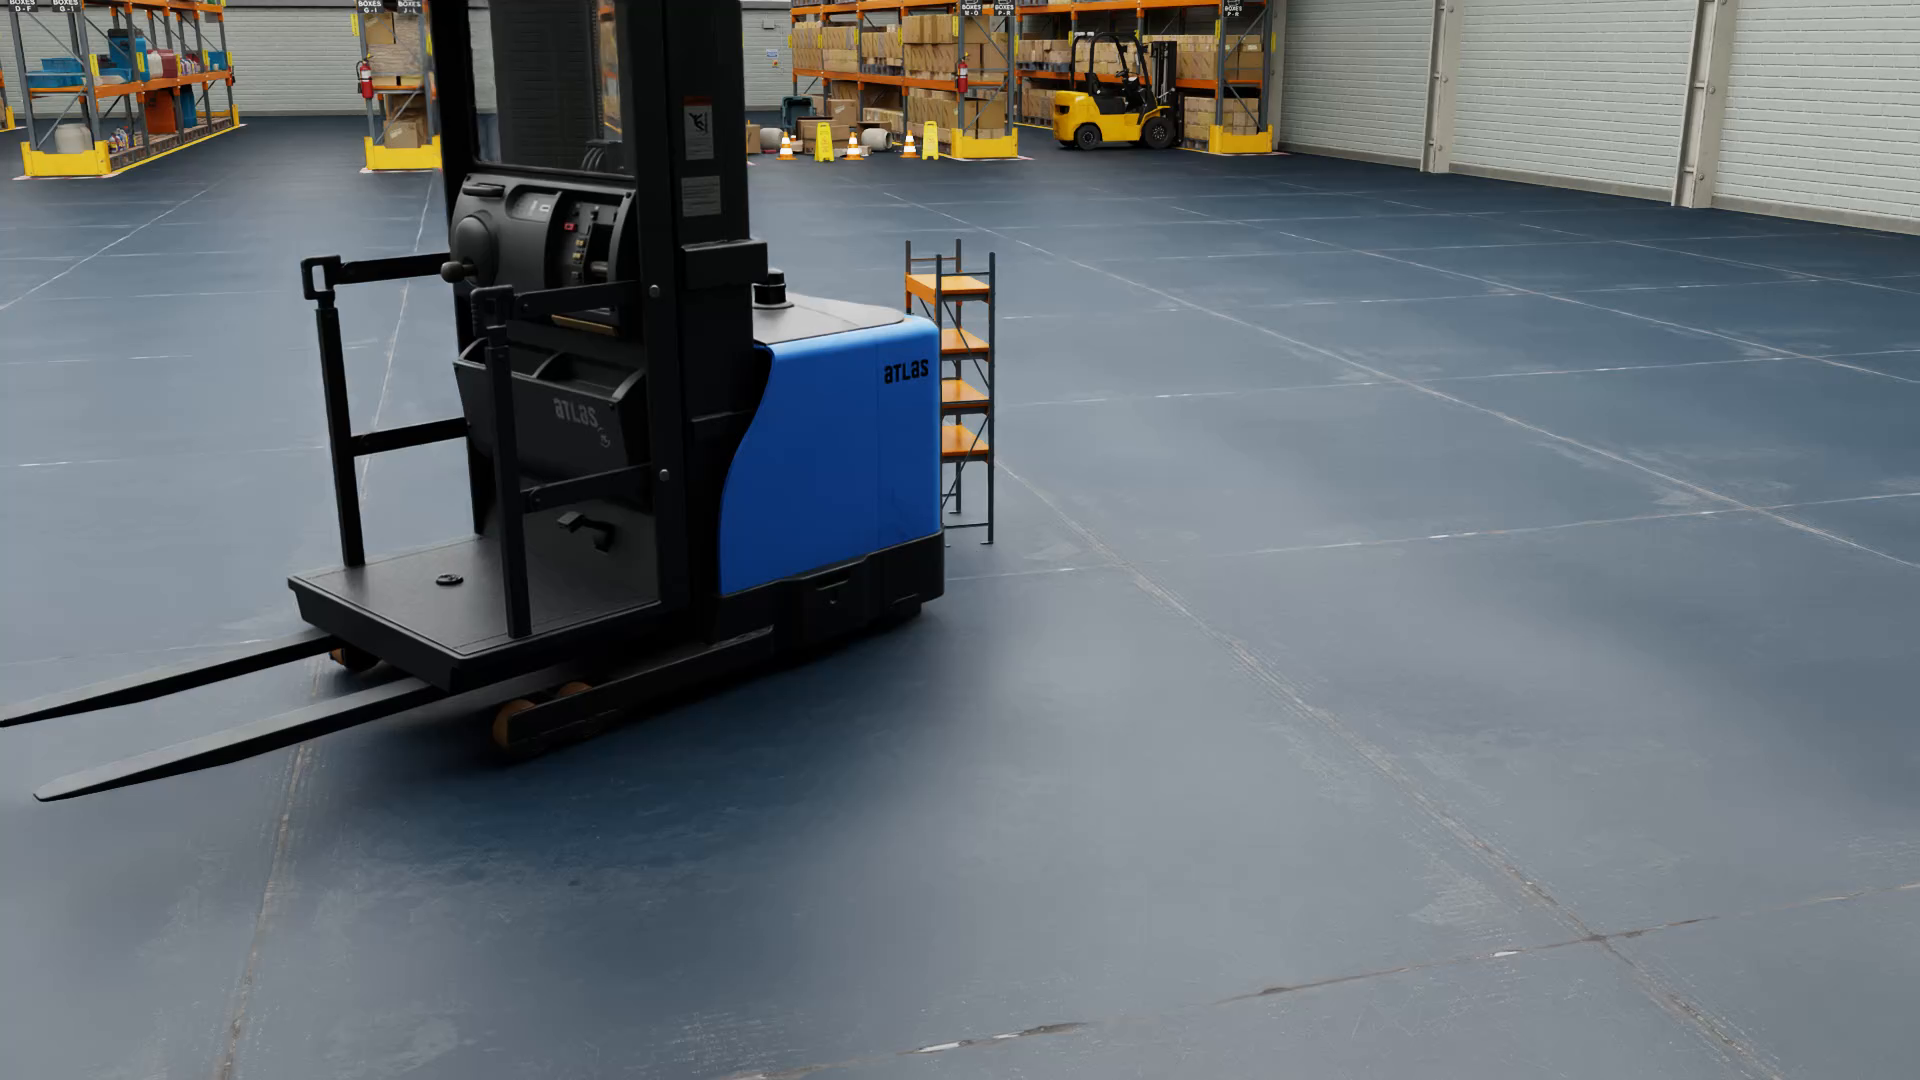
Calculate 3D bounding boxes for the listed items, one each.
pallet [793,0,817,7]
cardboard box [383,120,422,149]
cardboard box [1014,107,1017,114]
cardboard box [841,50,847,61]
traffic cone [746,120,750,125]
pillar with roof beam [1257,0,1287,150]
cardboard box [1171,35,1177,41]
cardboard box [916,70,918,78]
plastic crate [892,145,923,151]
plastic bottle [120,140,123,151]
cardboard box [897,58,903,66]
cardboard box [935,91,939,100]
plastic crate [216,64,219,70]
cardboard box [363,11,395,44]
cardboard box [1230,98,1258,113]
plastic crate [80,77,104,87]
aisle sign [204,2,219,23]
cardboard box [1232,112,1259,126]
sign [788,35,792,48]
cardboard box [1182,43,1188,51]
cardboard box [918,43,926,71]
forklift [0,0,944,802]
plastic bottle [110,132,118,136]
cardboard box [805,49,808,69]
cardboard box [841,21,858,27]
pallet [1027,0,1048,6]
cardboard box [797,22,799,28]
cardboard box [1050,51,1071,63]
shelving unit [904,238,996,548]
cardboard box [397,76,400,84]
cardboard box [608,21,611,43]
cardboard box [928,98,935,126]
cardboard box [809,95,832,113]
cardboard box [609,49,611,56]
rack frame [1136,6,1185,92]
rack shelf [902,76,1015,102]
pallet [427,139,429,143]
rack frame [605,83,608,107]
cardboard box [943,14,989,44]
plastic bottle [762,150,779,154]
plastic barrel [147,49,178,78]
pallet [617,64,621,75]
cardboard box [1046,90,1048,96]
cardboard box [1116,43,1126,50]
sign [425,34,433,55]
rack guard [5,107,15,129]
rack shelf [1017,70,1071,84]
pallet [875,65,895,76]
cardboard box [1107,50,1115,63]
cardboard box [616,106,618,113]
[{"bbox_3d":[-3.722,-13.911,42.989,1.003,0.211,1.213,-5,17,-15],"label":"pallet"},{"bbox_3d":[-9.420,-6.853,28.166,0.500,0.500,0.500,0,17,-1],"label":"cardboard box"},{"bbox_3d":[1.499,-10.975,42.500,0.380,0.149,0.250,-5,18,-17],"label":"cardboard box"},{"bbox_3d":[-2.420,-11.071,37.987,0.500,0.250,0.500,-5,17,-17],"label":"cardboard box"},{"bbox_3d":[-4.287,-8.258,33.639,0.336,0.463,0.334,-5,17,-15],"label":"traffic cone"},{"bbox_3d":[1.768,-11.486,29.546,9.100,9.000,0.400,-5,17,-15],"label":"pillar with roof beam"},{"bbox_3d":[4.366,-9.835,32.660,0.380,0.149,0.250,-5,17,-15],"label":"cardboard box"},{"bbox_3d":[-0.639,-9.032,32.244,0.380,0.149,0.250,-5,17,-16],"label":"cardboard box"},{"bbox_3d":[-0.995,-7.504,31.796,0.402,0.080,0.583,-12,20,-34],"label":"plastic crate"},{"bbox_3d":[-14.177,-6.667,28.032,0.097,0.201,0.097,0,17,0],"label":"plastic bottle"},{"bbox_3d":[-1.045,-9.603,33.415,0.380,0.149,0.250,-4,17,-14],"label":"cardboard box"},{"bbox_3d":[-0.242,-8.217,30.710,0.380,0.149,0.250,-4,17,-14],"label":"cardboard box"},{"bbox_3d":[-17.829,-11.237,39.502,0.396,0.136,0.243,-5,17,-15],"label":"plastic crate"},{"bbox_3d":[-9.456,-8.314,26.986,0.500,0.500,0.500,-5,17,-15],"label":"cardboard box"},{"bbox_3d":[5.282,-8.200,31.348,0.500,0.250,0.500,-5,17,-16],"label":"cardboard box"},{"bbox_3d":[-13.766,-7.267,26.389,0.298,0.136,0.250,-5,17,-15],"label":"plastic crate"},{"bbox_3d":[-17.965,-12.834,39.945,0.394,0.787,0.004,-5,17,-15],"label":"aisle sign"},{"bbox_3d":[5.303,-7.959,31.415,0.500,0.250,0.500,-4,17,-14],"label":"cardboard box"},{"bbox_3d":[-4.472,-13.131,43.811,0.100,0.325,0.005,-5,17,-15],"label":"sign"},{"bbox_3d":[4.492,-9.474,31.977,0.380,0.149,0.250,-5,17,-15],"label":"cardboard box"},{"bbox_3d":[-0.500,-9.172,31.580,0.500,0.500,0.500,-5,17,-16],"label":"cardboard box"},{"bbox_3d":[-1.439,-0.935,4.971,1.130,2.935,3.031,15,23,41],"label":"forklift"},{"bbox_3d":[-14.558,-6.906,28.698,0.152,0.276,0.135,-5,17,-15],"label":"plastic bottle"},{"bbox_3d":[-3.638,-12.197,42.167,0.500,0.500,0.500,-4,17,-13],"label":"cardboard box"},{"bbox_3d":[-2.674,-12.560,40.512,0.380,0.149,0.250,-5,17,-16],"label":"cardboard box"},{"bbox_3d":[2.334,-12.882,39.737,1.213,0.211,1.003,-5,17,-15],"label":"pallet"},{"bbox_3d":[-4.003,-13.291,42.944,0.380,0.149,0.250,-4,17,-14],"label":"cardboard box"},{"bbox_3d":[2.433,-11.297,38.878,0.500,0.250,0.500,-6,18,-18],"label":"cardboard box"},{"bbox_3d":[-0.045,-0.620,6.932,0.258,1.200,0.503,-5,17,-15],"label":"shelving unit"},{"bbox_3d":[-9.614,-7.731,27.913,0.380,0.149,0.250,-5,17,-15],"label":"cardboard box"},{"bbox_3d":[-8.105,-12.116,39.644,0.500,0.500,0.500,-5,18,-17],"label":"cardboard box"},{"bbox_3d":[-0.289,-8.024,31.197,0.500,0.500,0.500,-5,17,-17],"label":"cardboard box"},{"bbox_3d":[-3.399,-11.268,42.974,0.875,0.438,0.875,-4,17,-14],"label":"cardboard box"},{"bbox_3d":[-7.903,-11.273,38.458,0.380,0.149,0.250,-4,17,-14],"label":"cardboard box"},{"bbox_3d":[4.133,-9.795,34.348,1.000,3.000,0.127,-5,17,-15],"label":"rack frame"},{"bbox_3d":[-0.089,-8.504,31.299,1.077,0.370,4.000,-5,17,-15],"label":"rack shelf"},{"bbox_3d":[-10.382,-7.498,31.547,1.003,0.211,1.213,-5,17,-15],"label":"pallet"},{"bbox_3d":[-8.668,-12.302,42.692,1.000,3.000,0.127,-5,17,-15],"label":"rack frame"},{"bbox_3d":[0.110,-9.089,29.566,0.700,0.500,0.500,-5,17,-17],"label":"cardboard box"},{"bbox_3d":[-3.507,-7.190,30.781,0.283,0.061,0.133,-12,20,-34],"label":"plastic bottle"},{"bbox_3d":[-15.610,-9.294,32.442,0.600,0.536,0.708,-5,17,-15],"label":"plastic barrel"},{"bbox_3d":[-6.768,-10.186,35.981,1.213,0.211,1.003,-5,17,-15],"label":"pallet"},{"bbox_3d":[2.299,-10.774,40.093,0.380,0.149,0.250,-5,17,-15],"label":"cardboard box"},{"bbox_3d":[3.521,-10.435,35.175,0.380,0.149,0.250,-5,18,-17],"label":"cardboard box"},{"bbox_3d":[-8.546,-7.970,26.764,0.100,0.325,0.005,-5,17,-15],"label":"sign"},{"bbox_3d":[-22.970,-9.937,39.165,1.175,0.500,0.348,-5,17,-15],"label":"rack guard"},{"bbox_3d":[2.484,-11.110,39.976,1.077,0.370,4.000,-5,17,-15],"label":"rack shelf"},{"bbox_3d":[-1.154,-9.872,34.937,1.003,0.211,1.213,-5,17,-15],"label":"pallet"},{"bbox_3d":[3.469,-10.362,35.626,0.500,0.250,0.500,-4,17,-14],"label":"cardboard box"},{"bbox_3d":[-7.961,-10.236,39.522,0.380,0.149,0.250,-4,17,-14],"label":"cardboard box"}]
